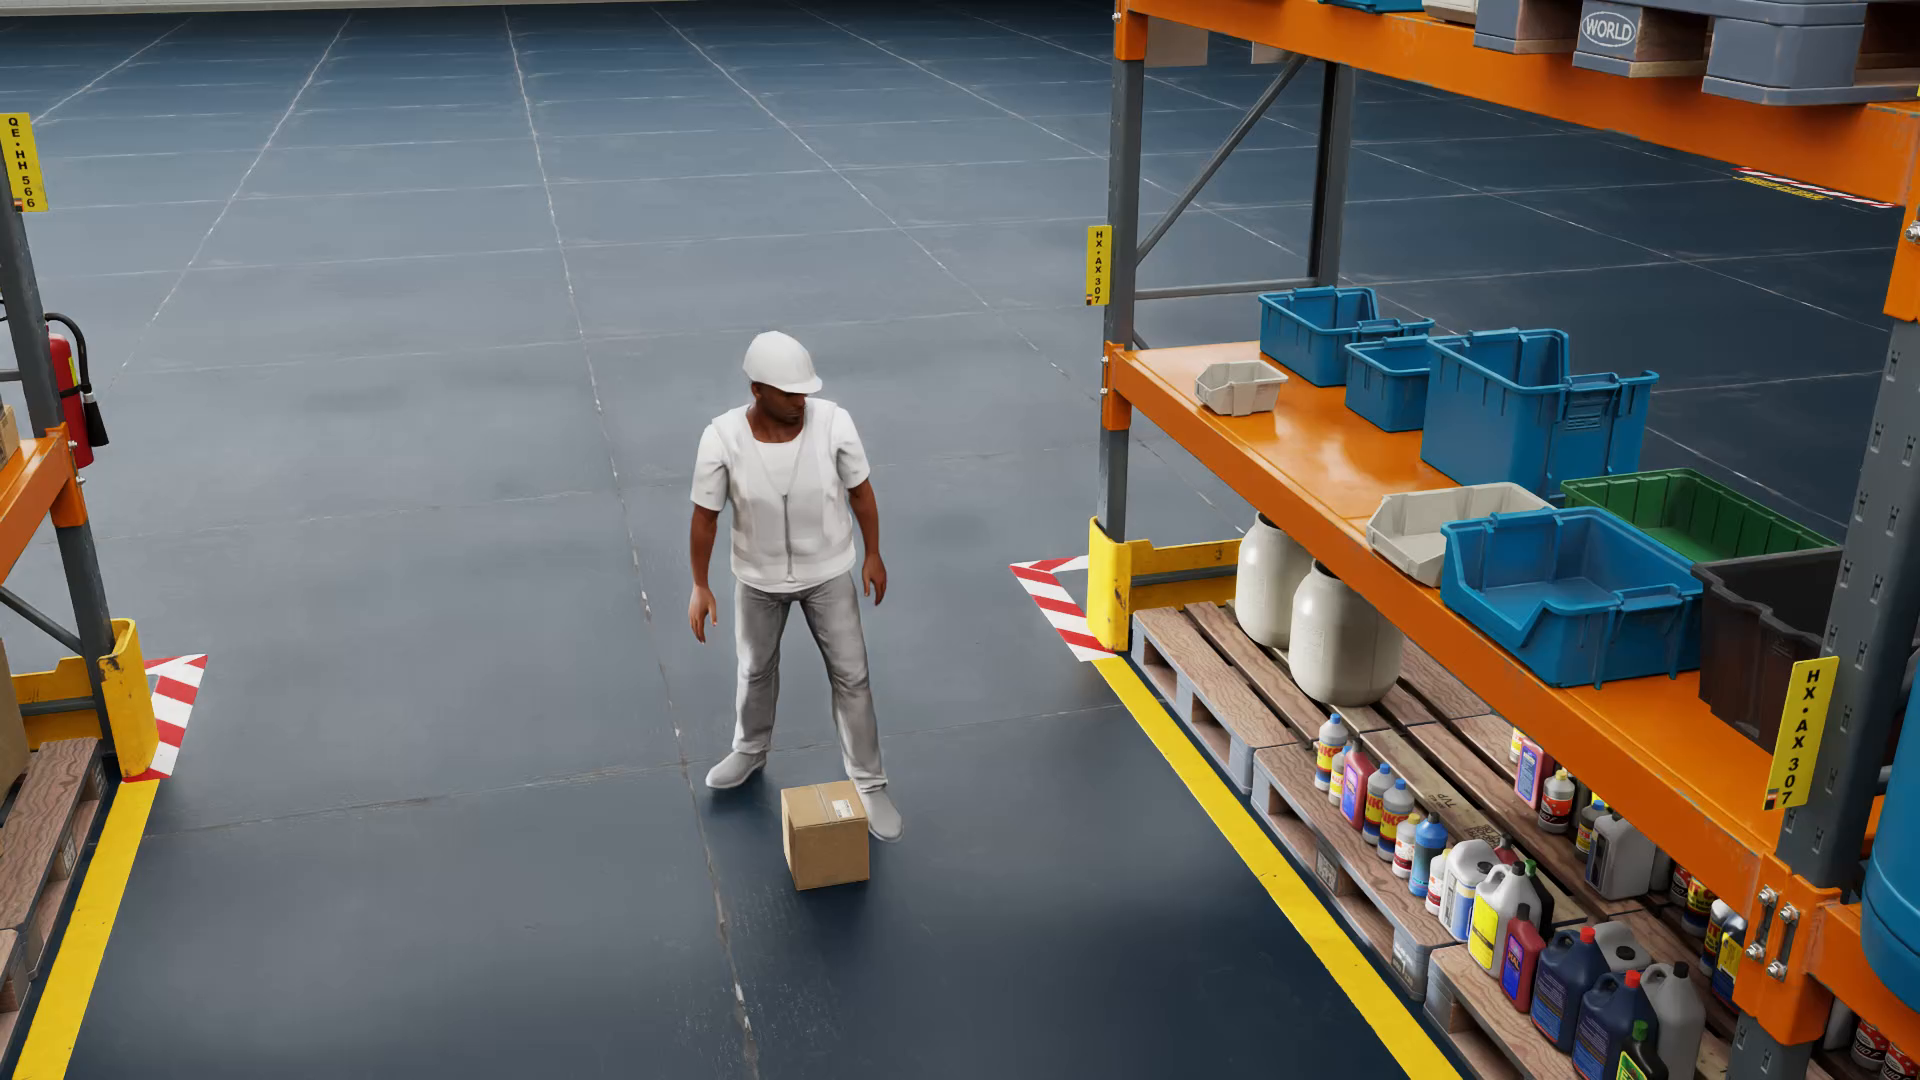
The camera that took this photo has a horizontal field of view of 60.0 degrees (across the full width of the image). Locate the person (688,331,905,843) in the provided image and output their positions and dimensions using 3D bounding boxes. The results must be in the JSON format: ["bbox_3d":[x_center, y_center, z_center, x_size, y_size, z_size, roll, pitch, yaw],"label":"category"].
[{"bbox_3d":[-0.568,0.139,5.735,0.728,1.784,0.581,-1,23,-2],"label":"person"}]
